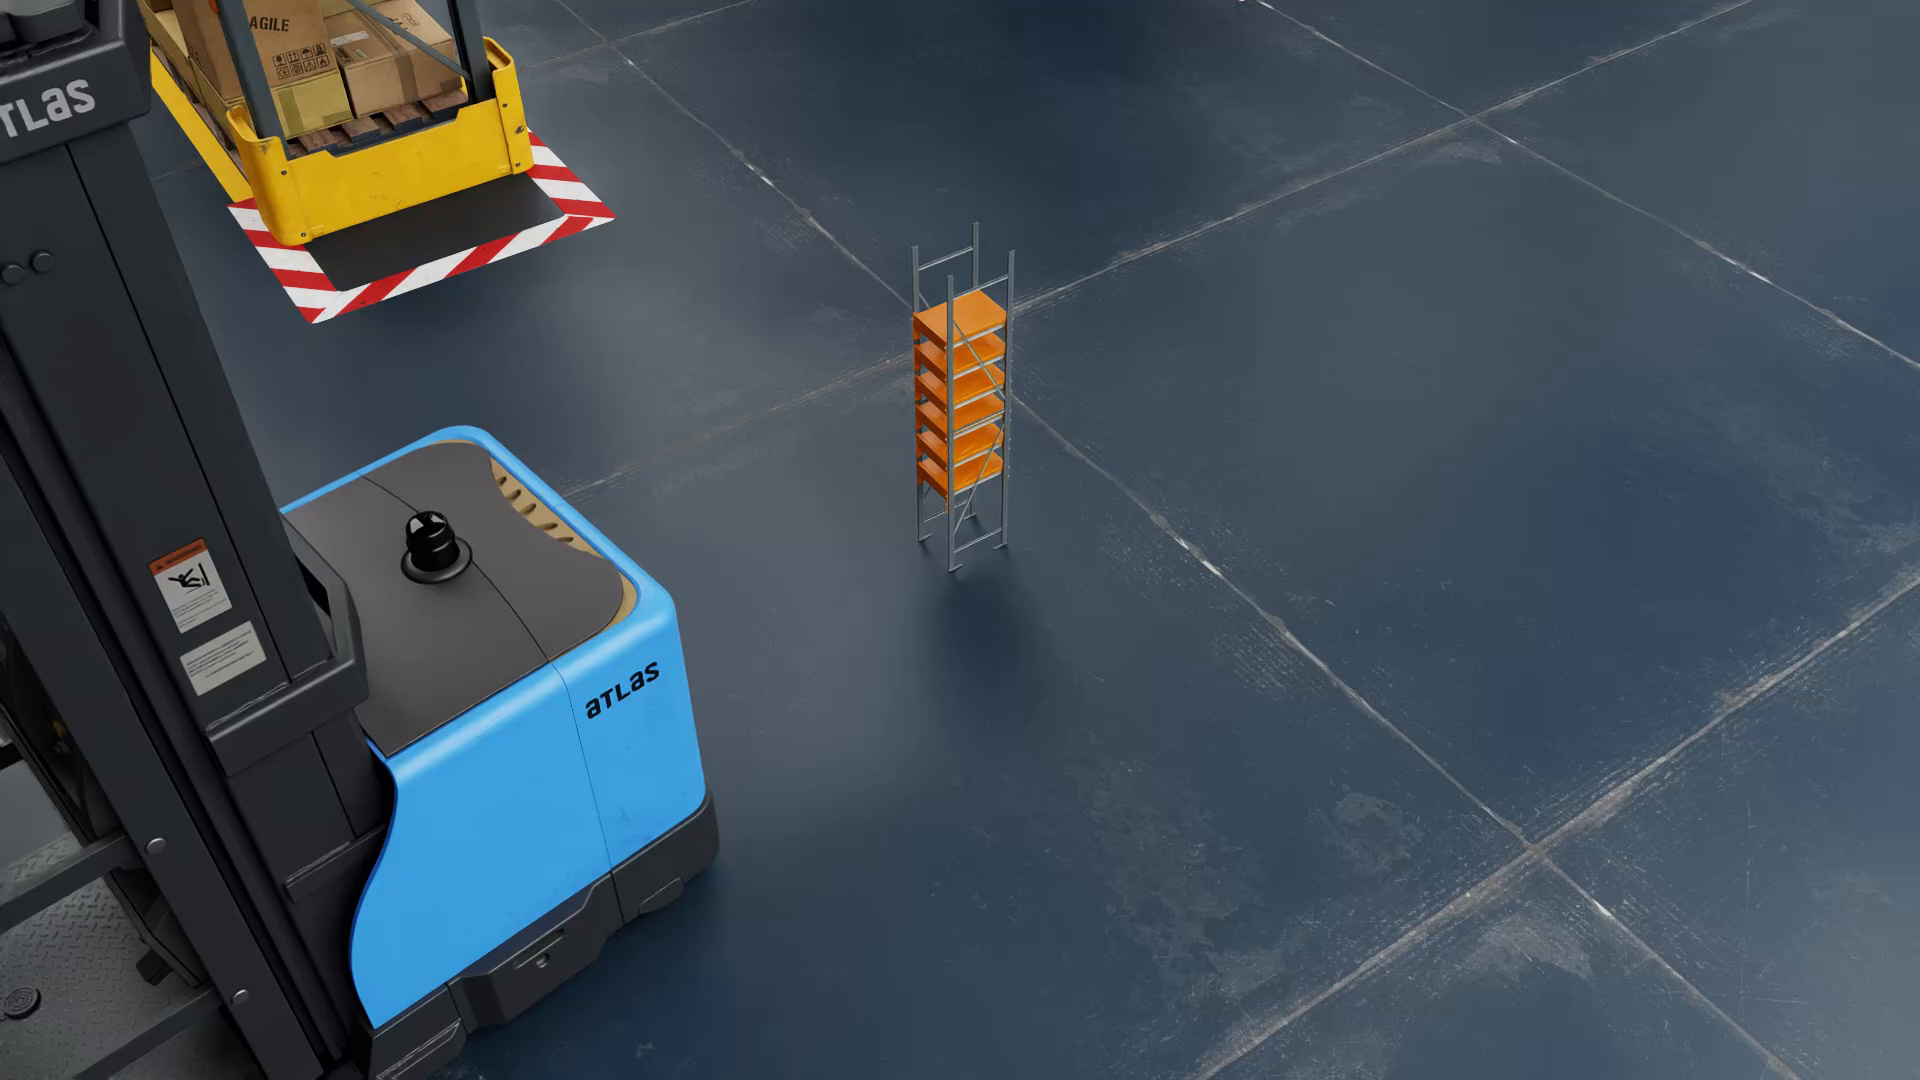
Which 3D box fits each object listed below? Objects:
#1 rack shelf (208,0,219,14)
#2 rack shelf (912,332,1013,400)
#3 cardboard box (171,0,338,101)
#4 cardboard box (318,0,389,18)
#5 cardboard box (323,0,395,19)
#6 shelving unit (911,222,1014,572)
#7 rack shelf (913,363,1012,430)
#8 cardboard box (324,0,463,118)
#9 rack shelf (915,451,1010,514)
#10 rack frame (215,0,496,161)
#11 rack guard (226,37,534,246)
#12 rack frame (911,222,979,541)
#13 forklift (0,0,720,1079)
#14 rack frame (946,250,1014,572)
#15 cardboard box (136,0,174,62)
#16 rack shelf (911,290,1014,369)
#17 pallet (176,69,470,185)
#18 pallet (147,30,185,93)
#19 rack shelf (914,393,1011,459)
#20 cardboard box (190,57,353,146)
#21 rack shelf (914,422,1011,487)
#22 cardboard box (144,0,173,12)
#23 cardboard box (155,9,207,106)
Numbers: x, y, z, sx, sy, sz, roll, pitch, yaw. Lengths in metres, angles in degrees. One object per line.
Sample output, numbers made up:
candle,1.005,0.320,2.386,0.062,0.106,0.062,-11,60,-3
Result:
rack shelf,-3.639,-3.527,7.793,1.077,0.370,4.000,-26,49,-24
rack shelf,0.008,-0.567,5.192,0.258,0.103,0.180,-26,49,-24
cardboard box,-3.046,-2.269,7.099,0.500,0.500,0.500,-26,49,-24
cardboard box,-2.907,-2.757,7.610,0.500,0.500,0.500,-26,49,-24
cardboard box,-2.909,-2.485,7.868,0.500,0.250,0.500,-26,49,-24
shelving unit,0.008,-0.426,5.327,0.258,1.200,0.189,-26,49,-24
rack shelf,0.008,-0.480,5.275,0.258,0.103,0.180,-26,49,-24
cardboard box,-2.620,-2.204,7.573,0.500,0.250,0.500,-26,49,-24
rack shelf,0.008,-0.220,5.524,0.258,0.103,0.180,-26,49,-24
rack frame,-2.495,-2.655,6.358,1.000,3.000,0.127,-26,49,-24
rack guard,-2.482,-1.737,7.207,1.175,0.500,0.348,-26,49,-24
rack frame,-0.044,-0.478,5.381,0.240,1.200,0.006,-26,49,-24
forklift,-2.106,0.314,3.299,3.031,2.935,1.130,-33,53,-30
rack frame,0.061,-0.374,5.273,0.240,1.200,0.006,-26,49,-24
cardboard box,-3.628,-2.560,7.946,0.500,0.250,0.500,-26,49,-24
rack shelf,0.008,-0.654,5.109,0.258,0.103,0.180,-26,49,-24
pallet,-2.967,-2.063,7.758,1.003,0.211,1.213,-26,49,-24
pallet,-3.661,-2.753,8.481,1.003,0.211,1.213,-26,49,-24
rack shelf,0.008,-0.394,5.358,0.258,0.103,0.180,-26,49,-24
cardboard box,-3.044,-1.999,7.359,0.500,0.250,0.500,-26,49,-24
rack shelf,0.008,-0.307,5.441,0.258,0.103,0.180,-26,49,-24
cardboard box,-3.630,-2.830,7.686,0.500,0.500,0.500,-26,49,-24
cardboard box,-3.340,-2.277,7.650,0.500,0.250,0.500,-26,49,-24
